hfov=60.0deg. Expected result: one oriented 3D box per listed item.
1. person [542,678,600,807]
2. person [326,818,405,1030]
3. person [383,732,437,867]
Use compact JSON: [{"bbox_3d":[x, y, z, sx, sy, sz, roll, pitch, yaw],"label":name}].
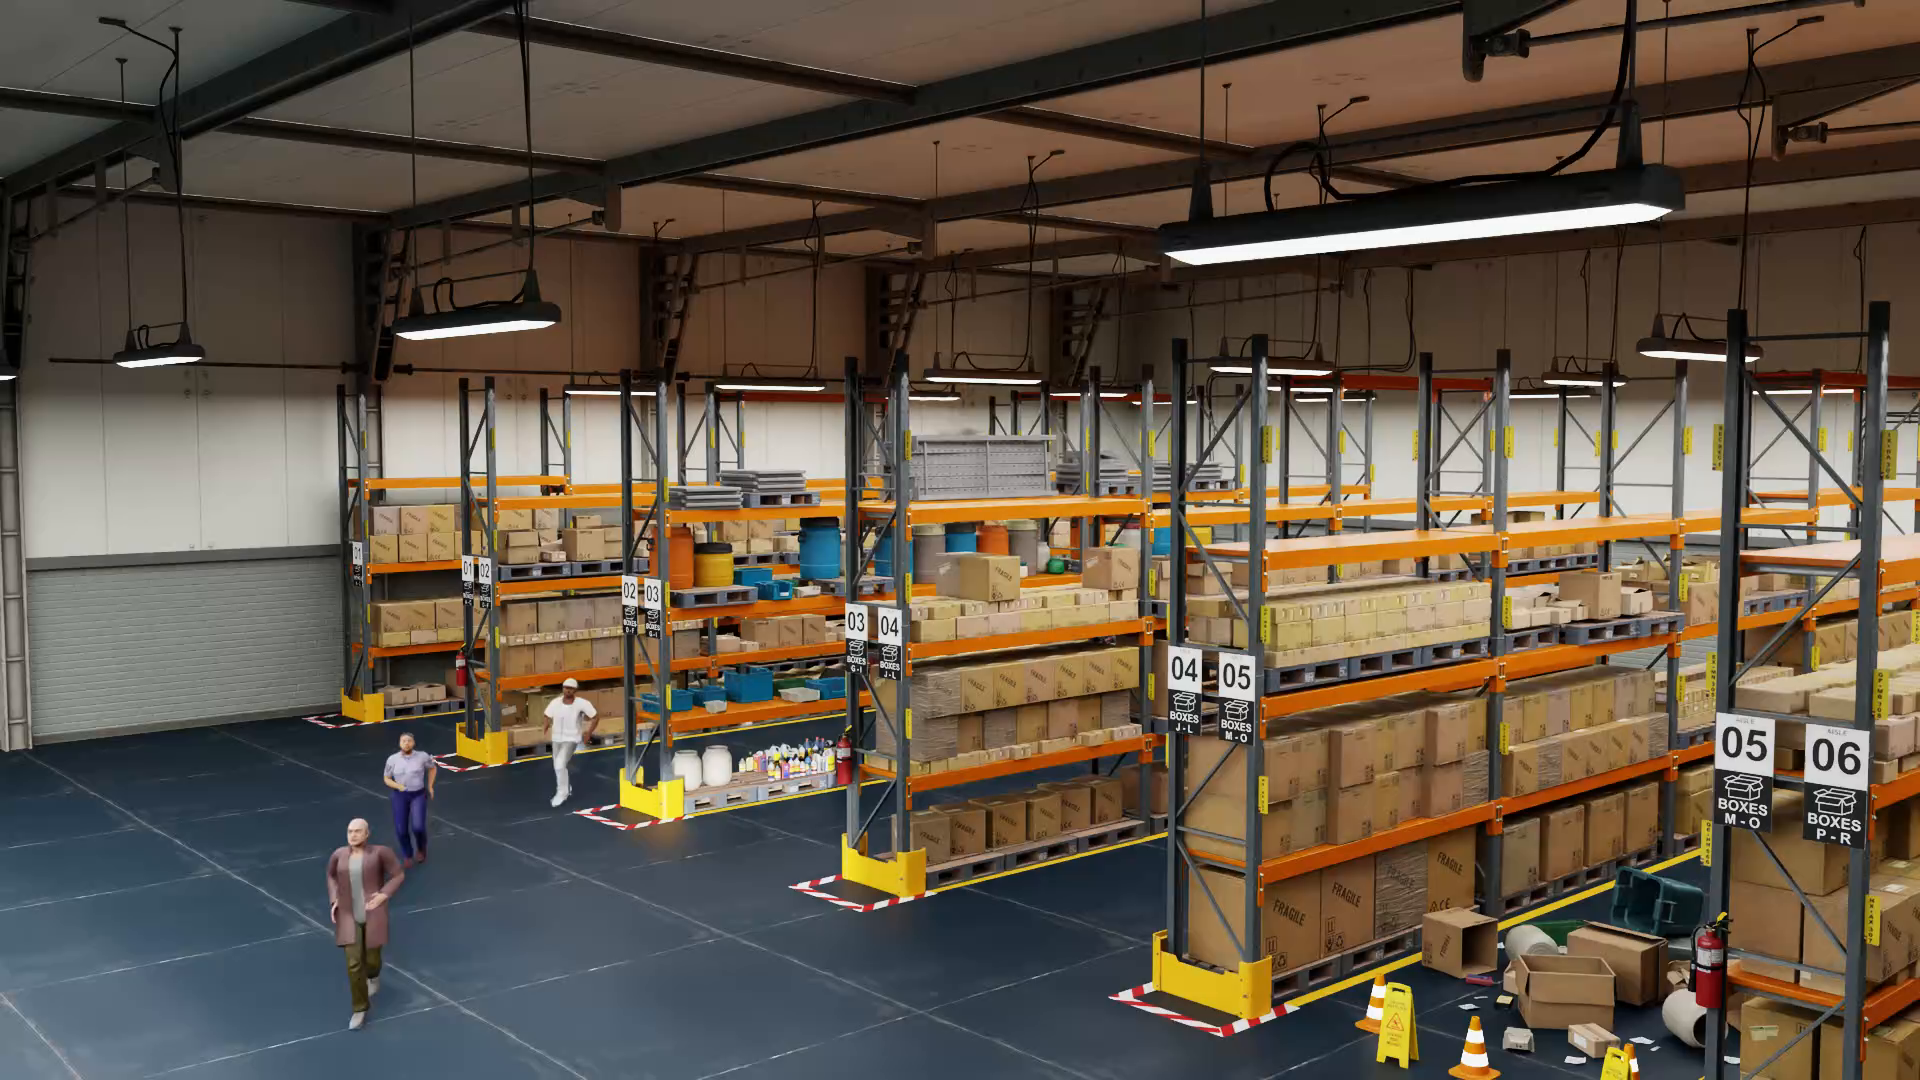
[{"bbox_3d":[-5.433,2.785,22.980,0.757,1.765,0.657,1,4,17],"label":"person"},{"bbox_3d":[-5.259,3.329,14.687,0.704,1.775,0.858,0,4,-8],"label":"person"},{"bbox_3d":[-6.476,3.067,19.580,0.590,1.610,0.593,-1,4,-15],"label":"person"}]
